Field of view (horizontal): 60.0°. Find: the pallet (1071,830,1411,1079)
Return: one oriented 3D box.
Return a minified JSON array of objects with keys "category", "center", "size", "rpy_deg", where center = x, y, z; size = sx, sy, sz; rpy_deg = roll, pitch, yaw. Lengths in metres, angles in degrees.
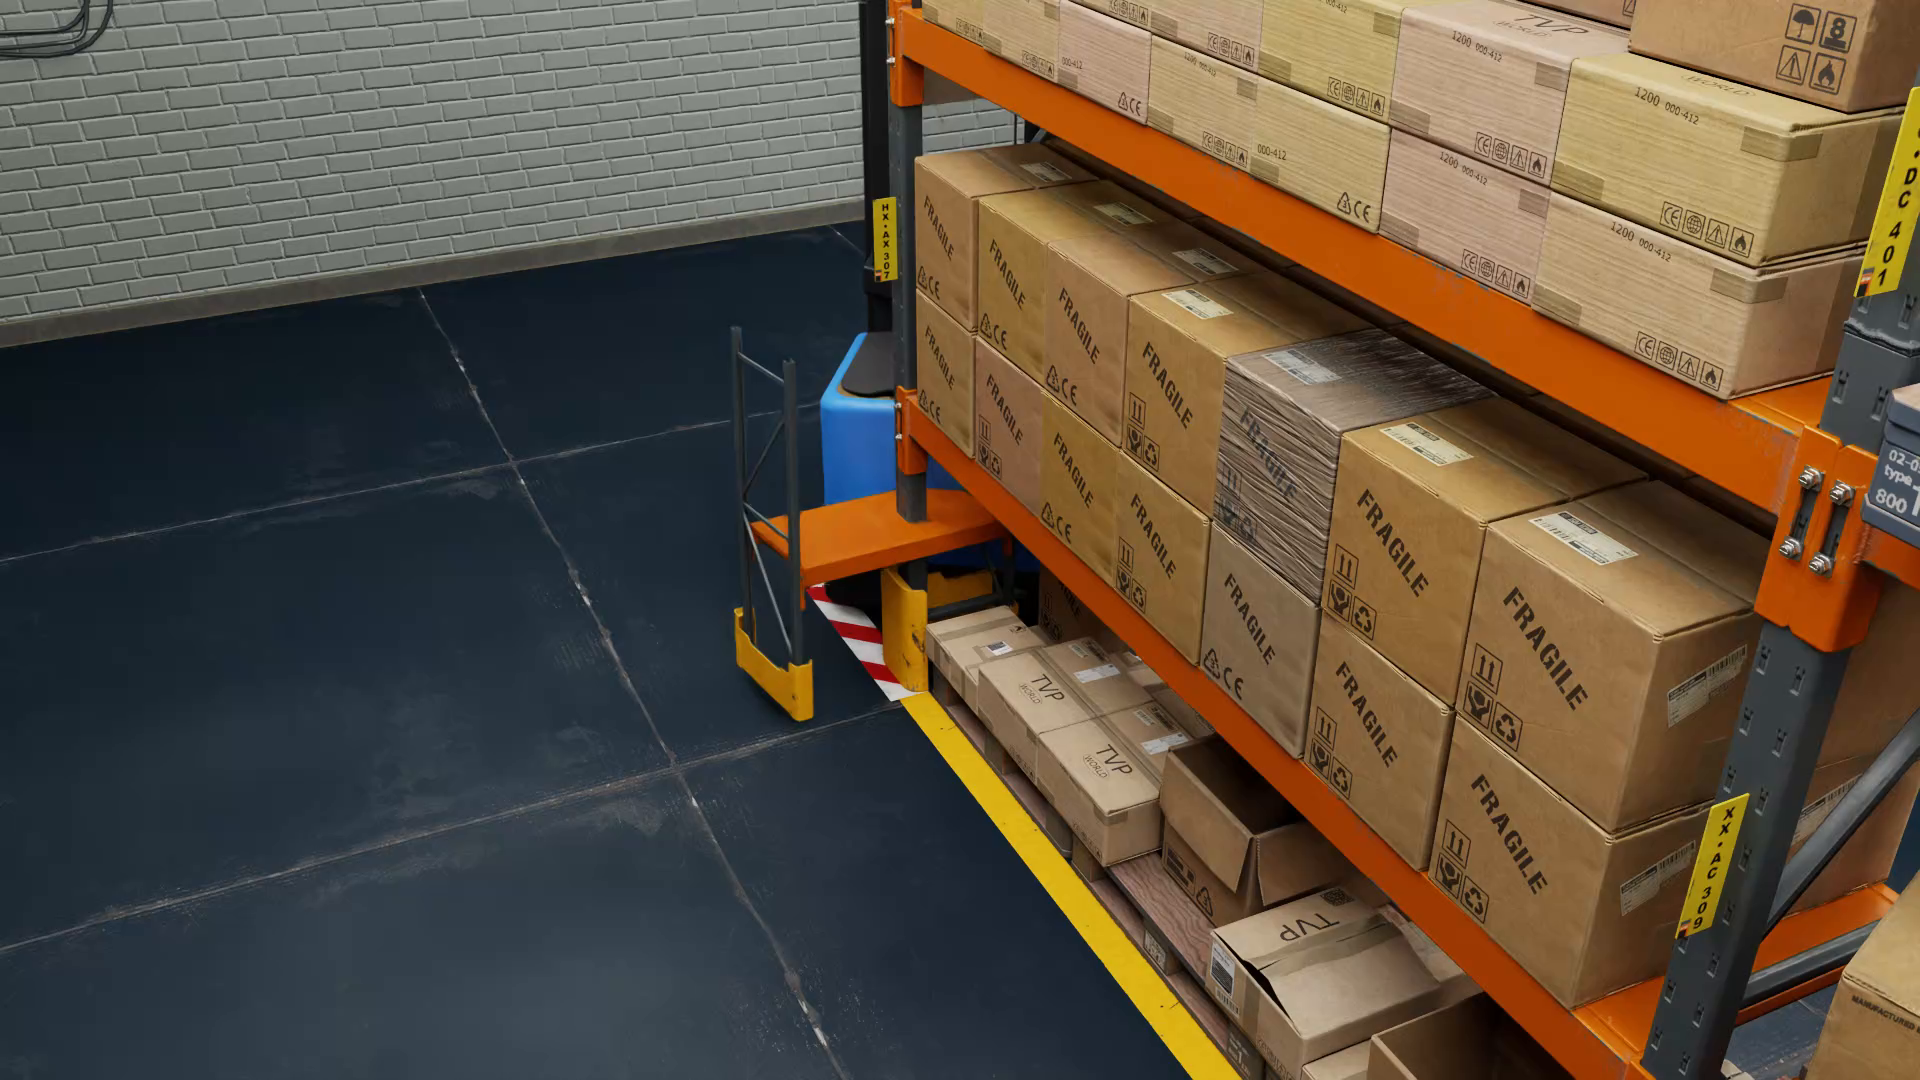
[{"category":"pallet","center":[1.105,1.260,5.787],"size":[1.003,0.211,1.213],"rpy_deg":[-13,32,-22]}]

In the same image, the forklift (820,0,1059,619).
[{"category":"forklift","center":[0.129,-1.624,8.150],"size":[1.130,2.935,3.031],"rpy_deg":[5,30,8]}]

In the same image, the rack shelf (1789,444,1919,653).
[{"category":"rack shelf","center":[2.785,0.776,1.468],"size":[1.077,0.370,4.000],"rpy_deg":[-13,32,-22]}]

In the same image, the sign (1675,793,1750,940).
[{"category":"sign","center":[1.440,0.627,3.180],"size":[0.100,0.325,0.005],"rpy_deg":[-13,32,-22]}]

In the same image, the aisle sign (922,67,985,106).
[{"category":"aisle sign","center":[-0.085,-1.982,6.060],"size":[0.394,0.787,0.004],"rpy_deg":[-13,32,-22]}]

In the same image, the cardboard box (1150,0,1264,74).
[{"category":"cardboard box","center":[0.834,-1.396,4.248],"size":[0.500,0.250,0.500],"rpy_deg":[-13,32,-22]}]

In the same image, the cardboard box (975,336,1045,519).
[{"category":"cardboard box","center":[0.388,-0.445,5.875],"size":[0.500,0.500,0.500],"rpy_deg":[-13,32,-22]}]

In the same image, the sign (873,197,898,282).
[{"category":"sign","center":[-0.281,-1.144,6.337],"size":[0.100,0.325,0.005],"rpy_deg":[-13,32,-22]}]

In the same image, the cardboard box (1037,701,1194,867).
[{"category":"cardboard box","center":[0.616,0.869,5.995],"size":[0.500,0.250,0.500],"rpy_deg":[-13,32,-22]}]

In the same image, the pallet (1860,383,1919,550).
[{"category":"pallet","center":[2.143,-0.037,2.374],"size":[1.213,0.211,1.003],"rpy_deg":[-13,32,-22]}]

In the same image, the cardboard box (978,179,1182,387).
[{"category":"cardboard box","center":[0.393,-0.879,5.626],"size":[0.500,0.500,0.500],"rpy_deg":[-13,32,-21]}]

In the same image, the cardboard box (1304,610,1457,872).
[{"category":"cardboard box","center":[1.258,0.449,4.280],"size":[0.500,0.500,0.500],"rpy_deg":[-12,31,-21]}]

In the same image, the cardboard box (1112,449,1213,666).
[{"category":"cardboard box","center":[0.814,-0.002,5.084],"size":[0.500,0.500,0.500],"rpy_deg":[-13,32,-21]}]

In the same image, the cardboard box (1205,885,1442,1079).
[{"category":"cardboard box","center":[1.104,1.344,5.085],"size":[0.500,0.311,0.500],"rpy_deg":[-13,32,-22]}]

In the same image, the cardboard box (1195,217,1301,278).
[{"category":"cardboard box","center":[1.093,-0.770,5.431],"size":[0.500,0.500,0.500],"rpy_deg":[-12,32,-21]}]

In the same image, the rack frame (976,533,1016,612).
[{"category":"rack frame","center":[0.094,-0.277,7.120],"size":[0.032,1.500,0.500],"rpy_deg":[-14,29,-30]}]

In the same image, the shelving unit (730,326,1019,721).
[{"category":"shelving unit","center":[-0.343,-0.168,6.865],"size":[1.083,1.500,0.587],"rpy_deg":[-14,29,-30]}]

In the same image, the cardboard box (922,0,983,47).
[{"category":"cardboard box","center":[0.200,-1.843,5.556],"size":[0.500,0.250,0.500],"rpy_deg":[-13,32,-22]}]

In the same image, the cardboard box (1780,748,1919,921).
[{"category":"cardboard box","center":[1.954,0.561,4.080],"size":[0.500,0.500,0.500],"rpy_deg":[-12,32,-21]}]

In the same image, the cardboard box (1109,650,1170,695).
[{"category":"cardboard box","center":[0.758,0.550,6.649],"size":[0.380,0.166,0.250],"rpy_deg":[-13,32,-22]}]

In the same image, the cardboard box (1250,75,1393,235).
[{"category":"cardboard box","center":[1.050,-0.957,3.976],"size":[0.500,0.250,0.500],"rpy_deg":[-13,32,-22]}]

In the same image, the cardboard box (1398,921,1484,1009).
[{"category":"cardboard box","center":[1.561,1.320,5.276],"size":[0.380,0.166,0.250],"rpy_deg":[-13,32,-22]}]

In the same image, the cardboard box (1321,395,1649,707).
[{"category":"cardboard box","center":[1.253,0.013,4.036],"size":[0.500,0.500,0.500],"rpy_deg":[-14,32,-23]}]

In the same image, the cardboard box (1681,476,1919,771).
[{"category":"cardboard box","center":[1.978,0.140,3.809],"size":[0.500,0.500,0.500],"rpy_deg":[-12,32,-21]}]

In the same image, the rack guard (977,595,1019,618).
[{"category":"rack guard","center":[0.067,0.294,7.373],"size":[0.087,0.250,0.587],"rpy_deg":[-14,29,-30]}]

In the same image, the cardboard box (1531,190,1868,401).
[{"category":"cardboard box","center":[1.477,-0.515,3.188],"size":[0.500,0.250,0.500],"rpy_deg":[-13,32,-22]}]

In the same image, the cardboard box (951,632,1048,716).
[{"category":"cardboard box","center":[0.186,0.532,6.682],"size":[0.380,0.166,0.250],"rpy_deg":[-13,32,-22]}]

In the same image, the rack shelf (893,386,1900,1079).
[{"category":"rack shelf","center":[1.068,0.317,5.353],"size":[1.077,0.370,4.000],"rpy_deg":[-13,32,-22]}]

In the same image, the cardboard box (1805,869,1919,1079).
[{"category":"cardboard box","center":[1.928,0.916,3.017],"size":[0.700,0.500,0.500],"rpy_deg":[-26,38,-38]}]

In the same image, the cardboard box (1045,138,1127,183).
[{"category":"cardboard box","center":[0.649,-1.221,6.236],"size":[0.500,0.500,0.500],"rpy_deg":[-13,32,-22]}]

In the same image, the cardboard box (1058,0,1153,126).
[{"category":"cardboard box","center":[0.619,-1.398,4.764],"size":[0.500,0.250,0.500],"rpy_deg":[-13,32,-22]}]

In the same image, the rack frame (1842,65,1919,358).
[{"category":"rack frame","center":[1.926,-1.730,2.134],"size":[1.000,3.000,0.127],"rpy_deg":[-13,32,-22]}]

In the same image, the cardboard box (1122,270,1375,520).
[{"category":"cardboard box","center":[0.822,-0.433,4.830],"size":[0.500,0.500,0.500],"rpy_deg":[-13,32,-22]}]

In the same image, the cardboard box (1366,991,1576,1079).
[{"category":"cardboard box","center":[1.426,1.593,4.448],"size":[0.500,0.500,0.500],"rpy_deg":[-13,32,-22]}]

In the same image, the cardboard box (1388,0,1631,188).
[{"category":"cardboard box","center":[1.261,-0.953,3.459],"size":[0.500,0.250,0.500],"rpy_deg":[-13,32,-22]}]

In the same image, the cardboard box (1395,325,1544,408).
[{"category":"cardboard box","center":[1.536,-0.315,4.620],"size":[0.500,0.500,0.500],"rpy_deg":[-14,32,-23]}]

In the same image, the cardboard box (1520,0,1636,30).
[{"category":"cardboard box","center":[1.597,-1.359,3.414],"size":[0.700,0.500,0.500],"rpy_deg":[-13,32,-22]}]
